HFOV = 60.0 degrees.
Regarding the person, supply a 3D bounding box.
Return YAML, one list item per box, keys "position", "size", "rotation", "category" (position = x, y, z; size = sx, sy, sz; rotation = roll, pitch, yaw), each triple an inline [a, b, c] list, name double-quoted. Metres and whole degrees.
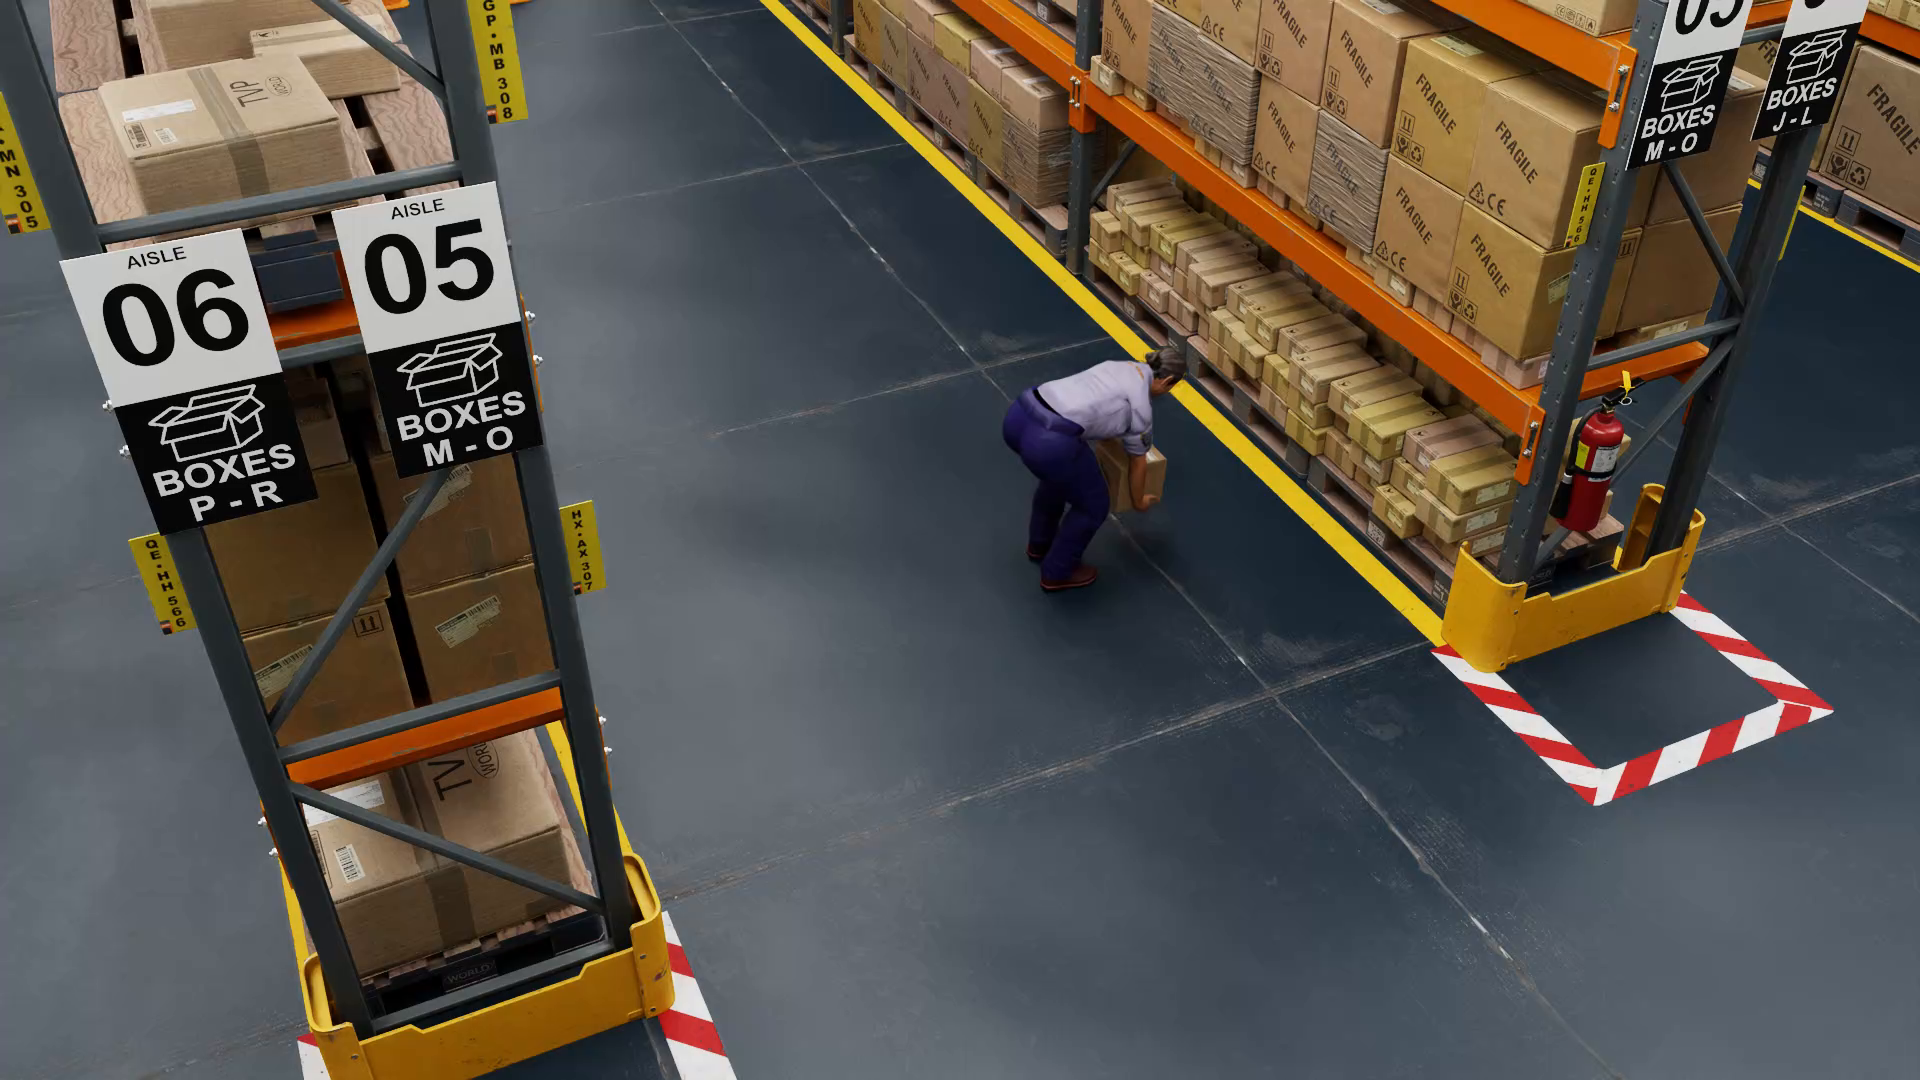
- position: [0.642, -0.338, 7.805]
  size: [0.904, 1.046, 0.462]
  rotation: [-17, 41, -21]
  category: "person"
